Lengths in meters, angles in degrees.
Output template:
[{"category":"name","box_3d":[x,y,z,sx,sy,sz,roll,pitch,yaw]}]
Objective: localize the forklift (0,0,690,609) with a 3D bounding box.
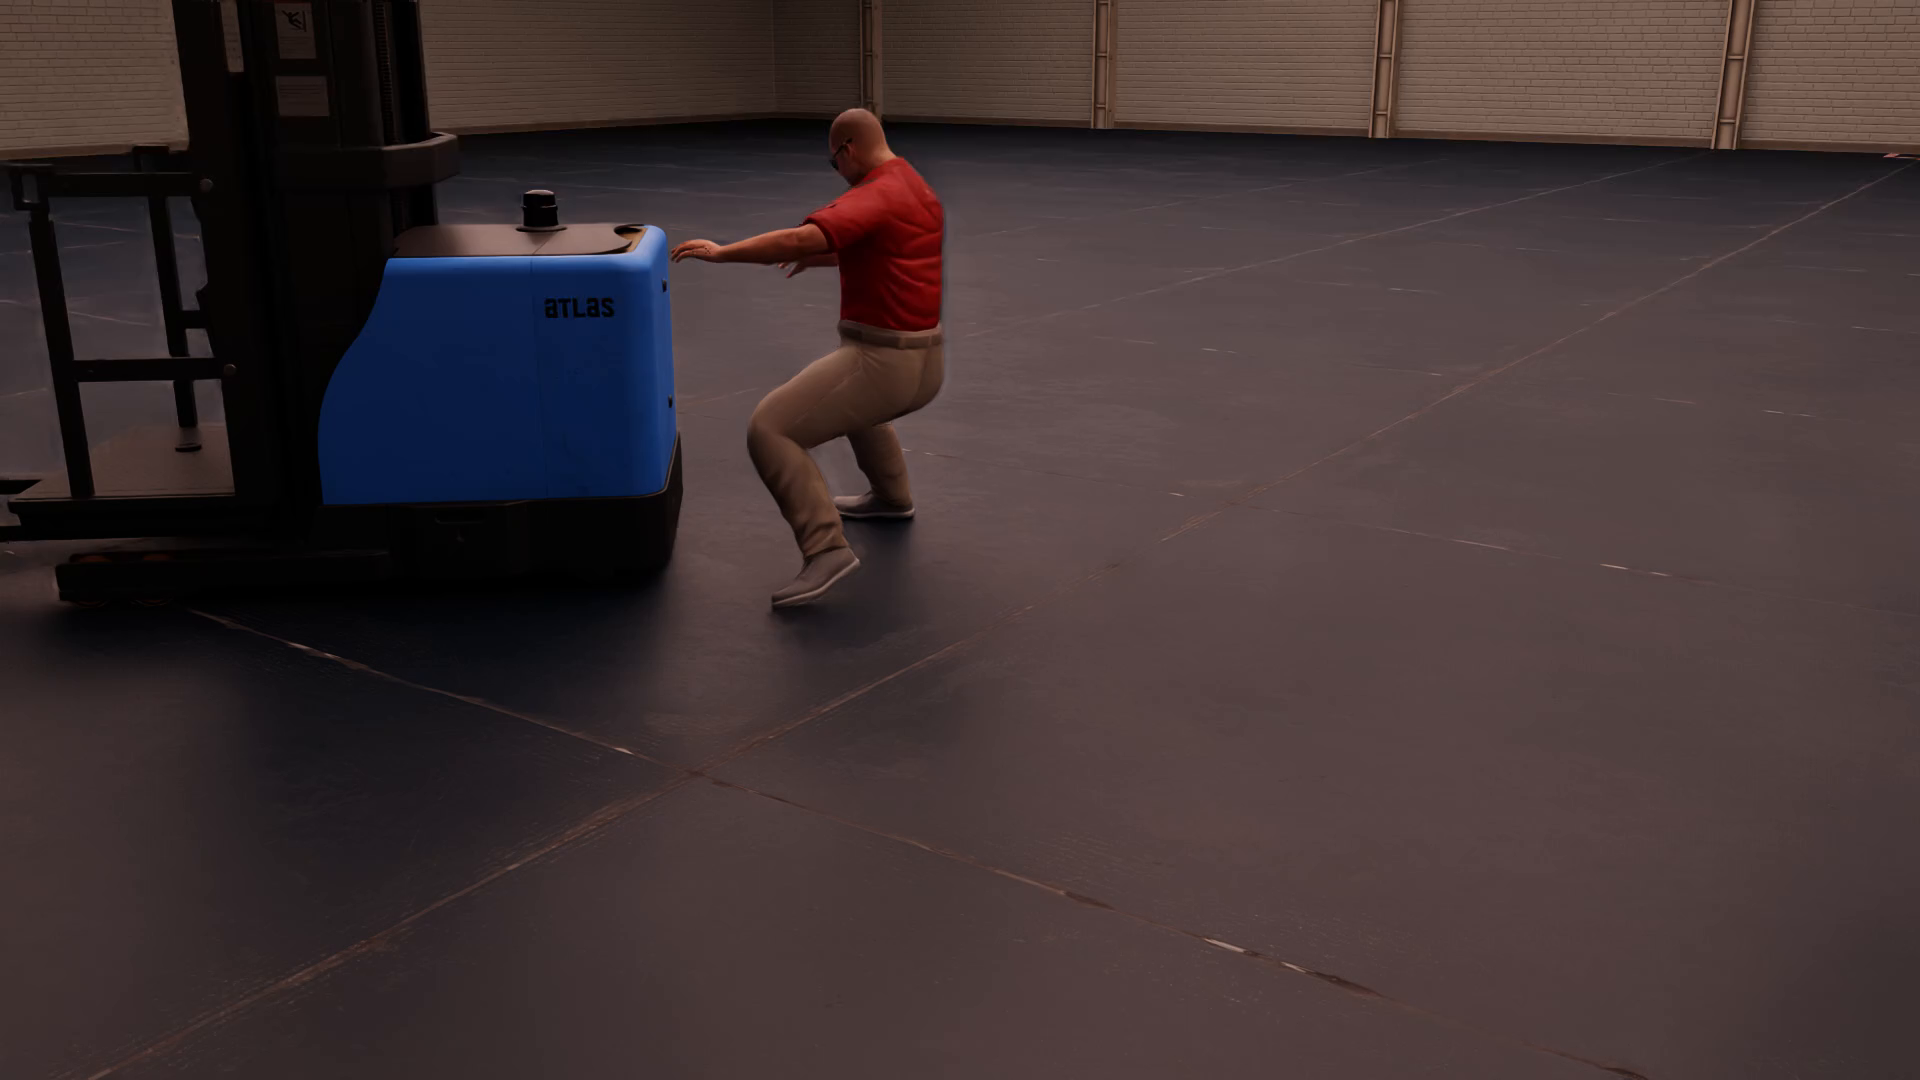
[{"category":"forklift","box_3d":[-2.483,-1.347,5.338,3.031,2.935,1.130,-2,17,-6]}]

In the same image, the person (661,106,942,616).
[{"category":"person","box_3d":[-0.441,-0.646,5.461,0.710,1.512,1.301,9,19,29]}]
